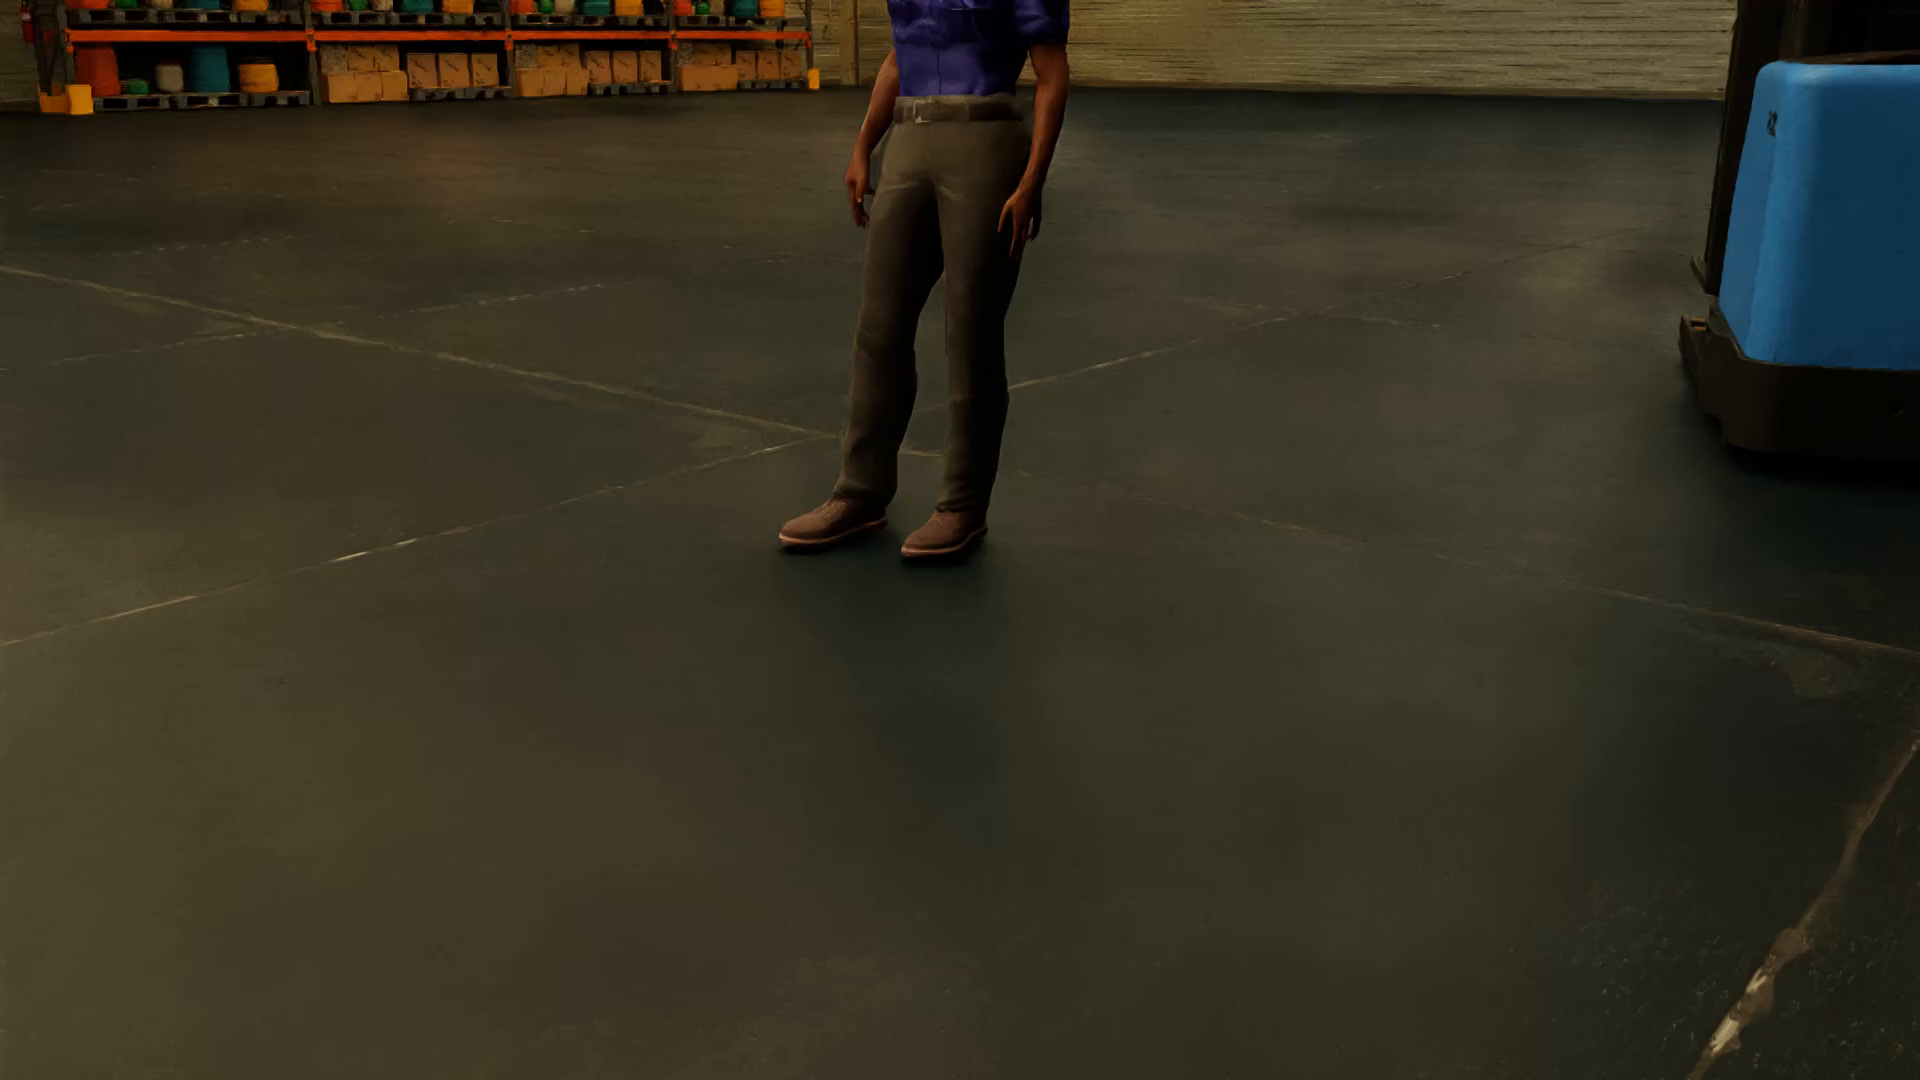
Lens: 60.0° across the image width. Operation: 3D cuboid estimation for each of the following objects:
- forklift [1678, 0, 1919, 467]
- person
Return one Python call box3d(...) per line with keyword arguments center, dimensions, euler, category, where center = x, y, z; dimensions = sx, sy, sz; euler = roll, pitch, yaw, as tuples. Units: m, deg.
box3d(center=(3.084, -1.940, 5.286), dimensions=(1.130, 2.935, 3.031), euler=(6, 18, 19), category="forklift")
box3d(center=(-0.071, -0.783, 3.647), dimensions=(0.570, 1.654, 0.503), euler=(13, 21, 37), category="person")
